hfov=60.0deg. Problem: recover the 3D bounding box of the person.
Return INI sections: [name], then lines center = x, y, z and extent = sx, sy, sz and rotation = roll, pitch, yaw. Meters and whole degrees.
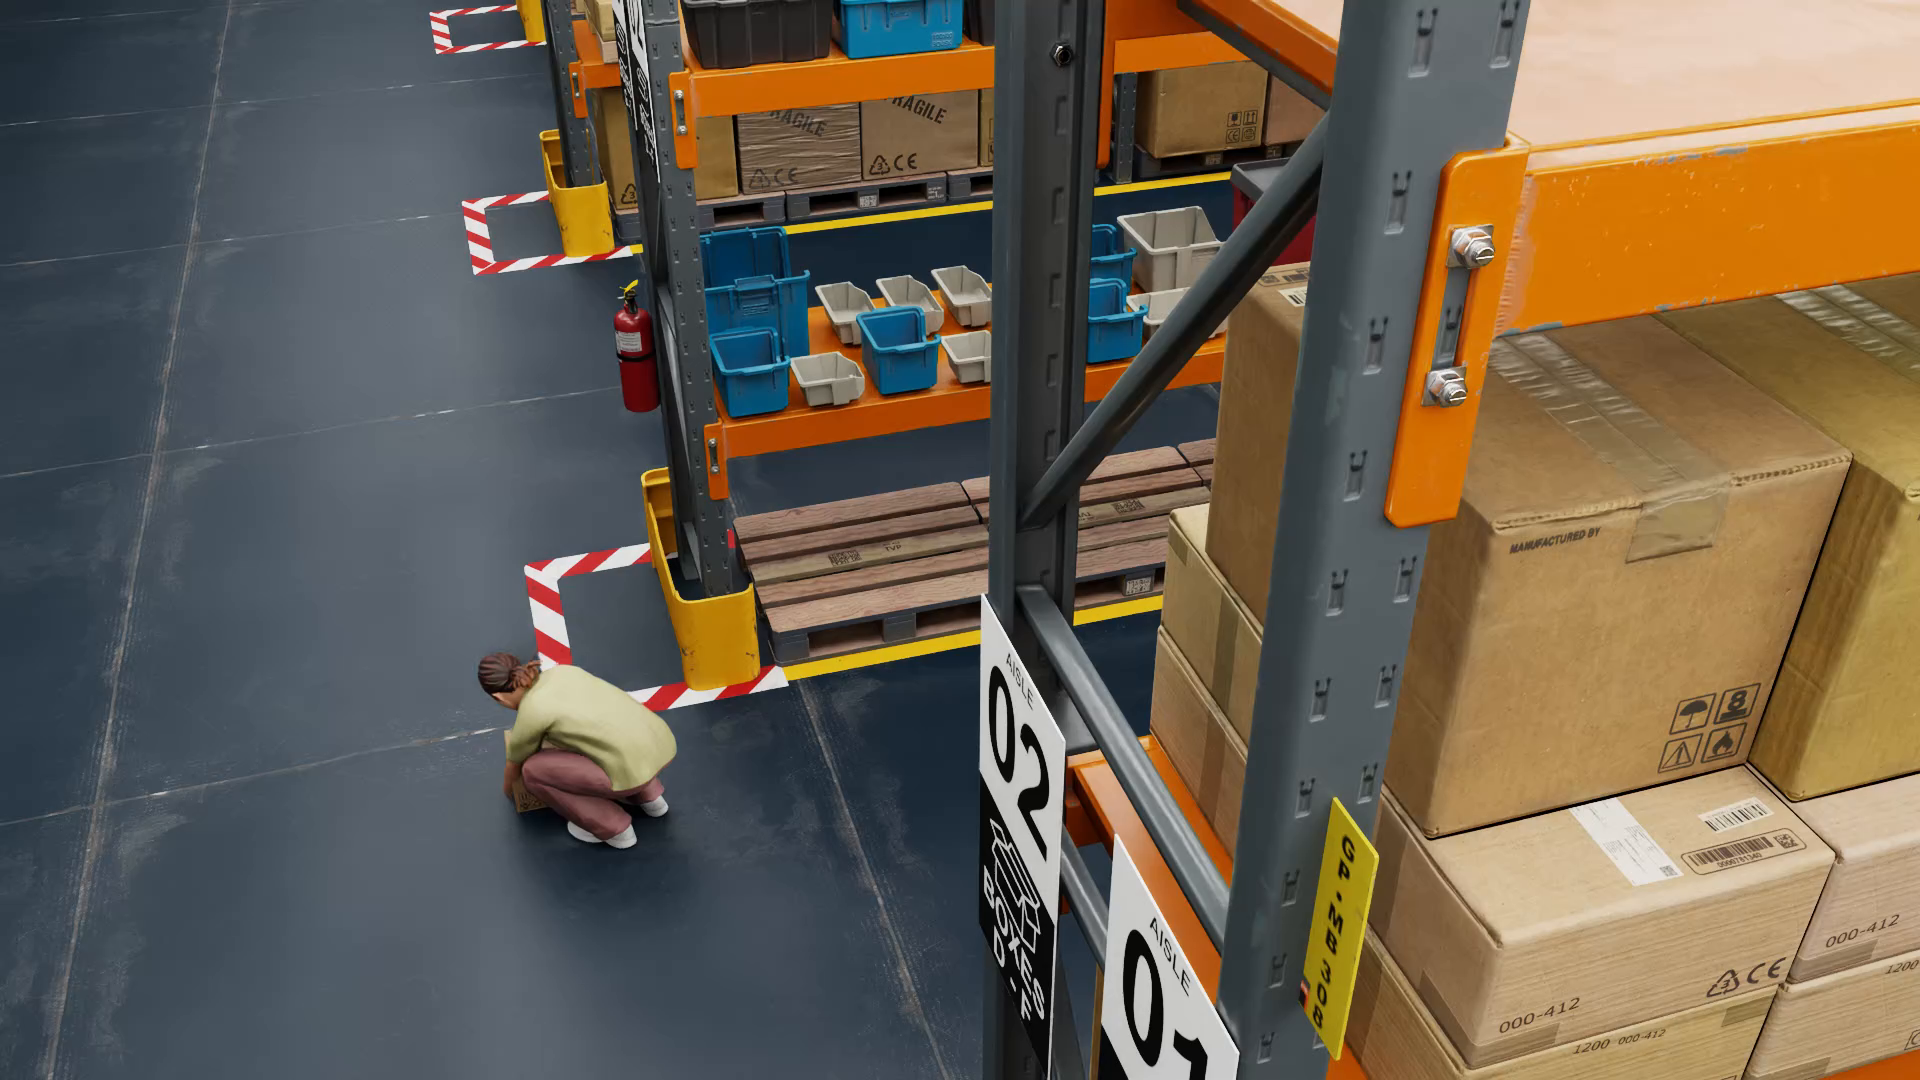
[person]
center = -1.557, 0.846, 6.785
extent = 0.832, 0.805, 0.476
rotation = 16, 37, 22
